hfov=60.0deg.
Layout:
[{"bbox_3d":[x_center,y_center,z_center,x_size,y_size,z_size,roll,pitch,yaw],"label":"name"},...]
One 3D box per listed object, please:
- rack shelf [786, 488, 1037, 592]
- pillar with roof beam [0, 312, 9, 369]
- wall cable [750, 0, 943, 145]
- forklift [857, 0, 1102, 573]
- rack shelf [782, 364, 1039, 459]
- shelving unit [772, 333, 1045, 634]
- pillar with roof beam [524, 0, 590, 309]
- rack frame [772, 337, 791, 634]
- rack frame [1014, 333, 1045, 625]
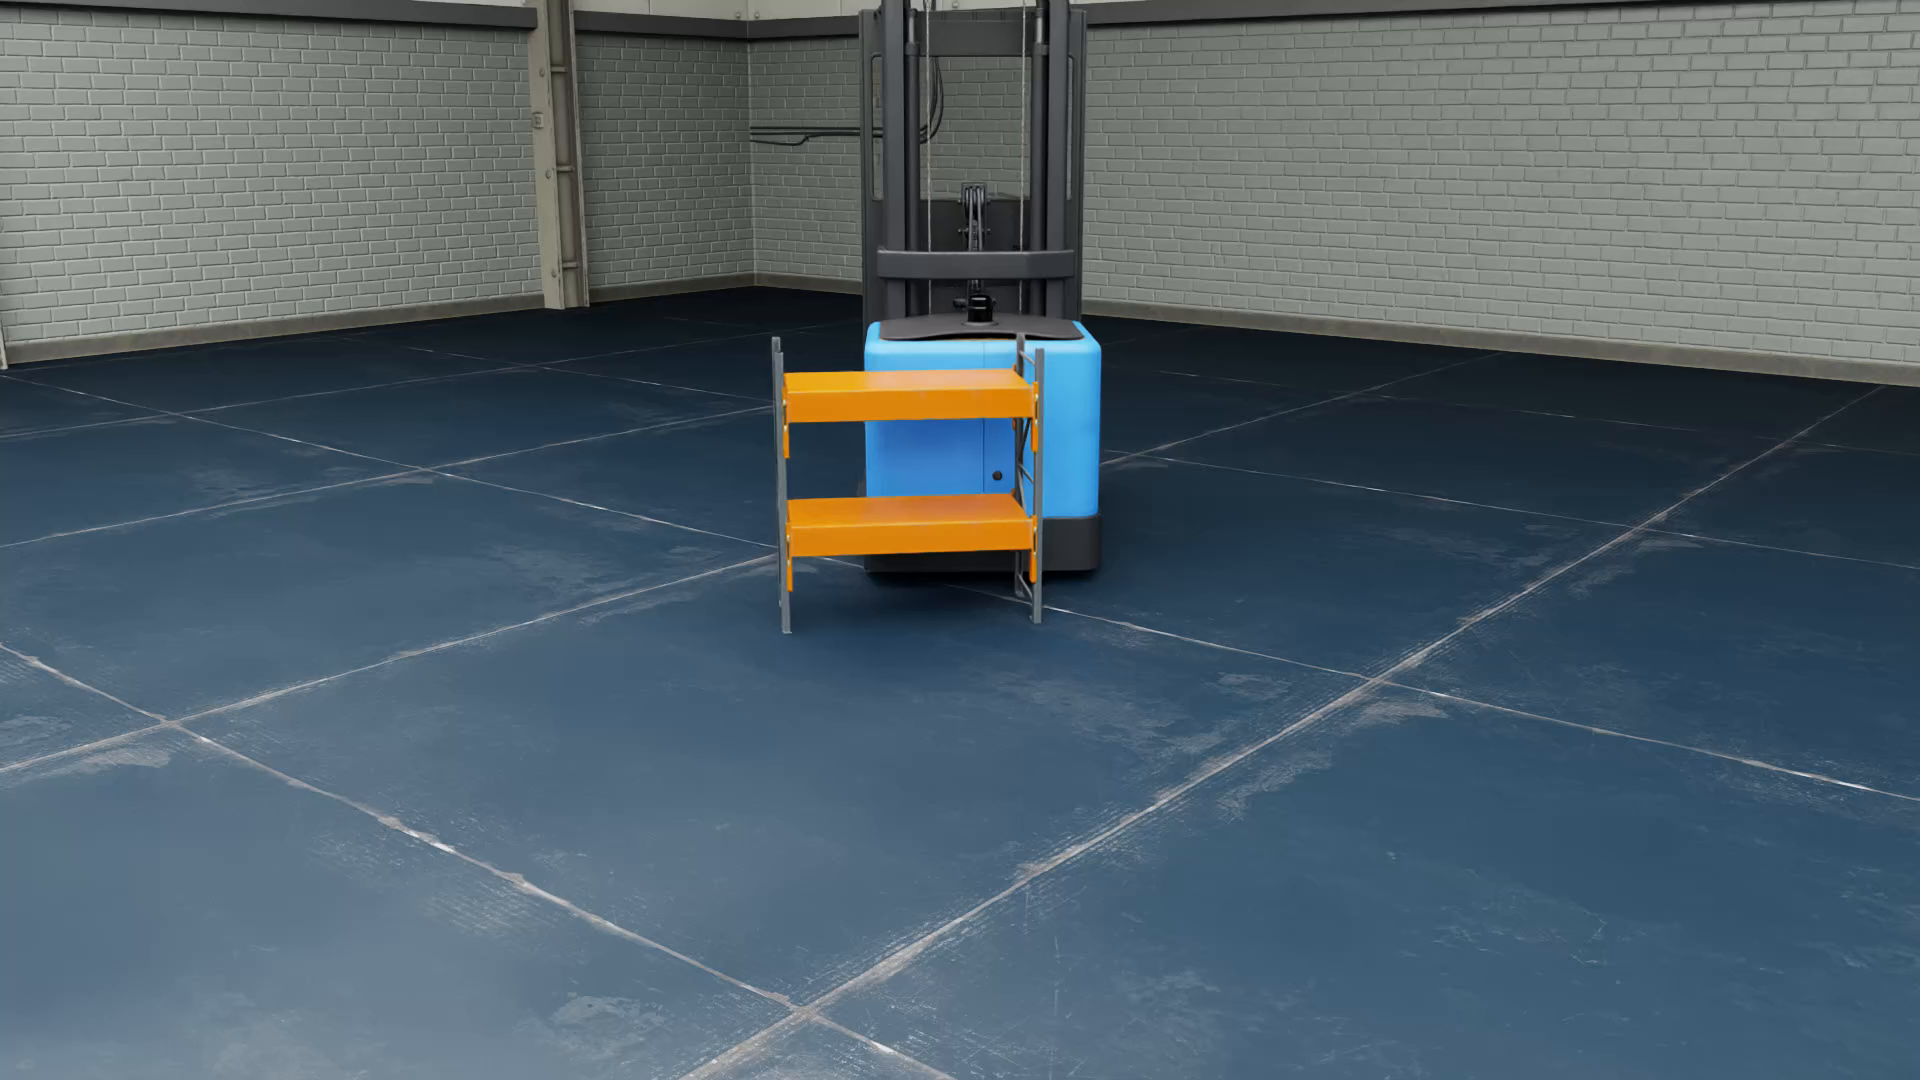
[{"bbox_3d":[-0.221,-0.009,6.866,1.000,0.278,0.538,-2,14,-7],"label":"rack shelf"},{"bbox_3d":[-4.711,-5.088,9.874,9.100,9.000,0.400,11,18,38],"label":"pillar with roof beam"},{"bbox_3d":[-1.408,-5.758,18.818,3.097,2.526,0.112,11,18,38],"label":"wall cable"},{"bbox_3d":[0.050,-1.584,8.407,1.130,2.935,3.031,-1,14,-2],"label":"forklift"},{"bbox_3d":[-0.221,-0.530,6.734,1.000,0.278,0.538,-2,14,-7],"label":"rack shelf"},{"bbox_3d":[-0.221,-0.246,6.806,1.048,1.125,0.538,-2,14,-7],"label":"shelving unit"},{"bbox_3d":[-0.940,-6.237,14.398,9.100,9.000,0.400,11,18,38],"label":"pillar with roof beam"},{"bbox_3d":[-0.725,-0.229,6.741,0.032,1.125,0.500,-2,14,-7],"label":"rack frame"},{"bbox_3d":[0.283,-0.262,6.871,0.032,1.125,0.500,-2,14,-7],"label":"rack frame"}]
